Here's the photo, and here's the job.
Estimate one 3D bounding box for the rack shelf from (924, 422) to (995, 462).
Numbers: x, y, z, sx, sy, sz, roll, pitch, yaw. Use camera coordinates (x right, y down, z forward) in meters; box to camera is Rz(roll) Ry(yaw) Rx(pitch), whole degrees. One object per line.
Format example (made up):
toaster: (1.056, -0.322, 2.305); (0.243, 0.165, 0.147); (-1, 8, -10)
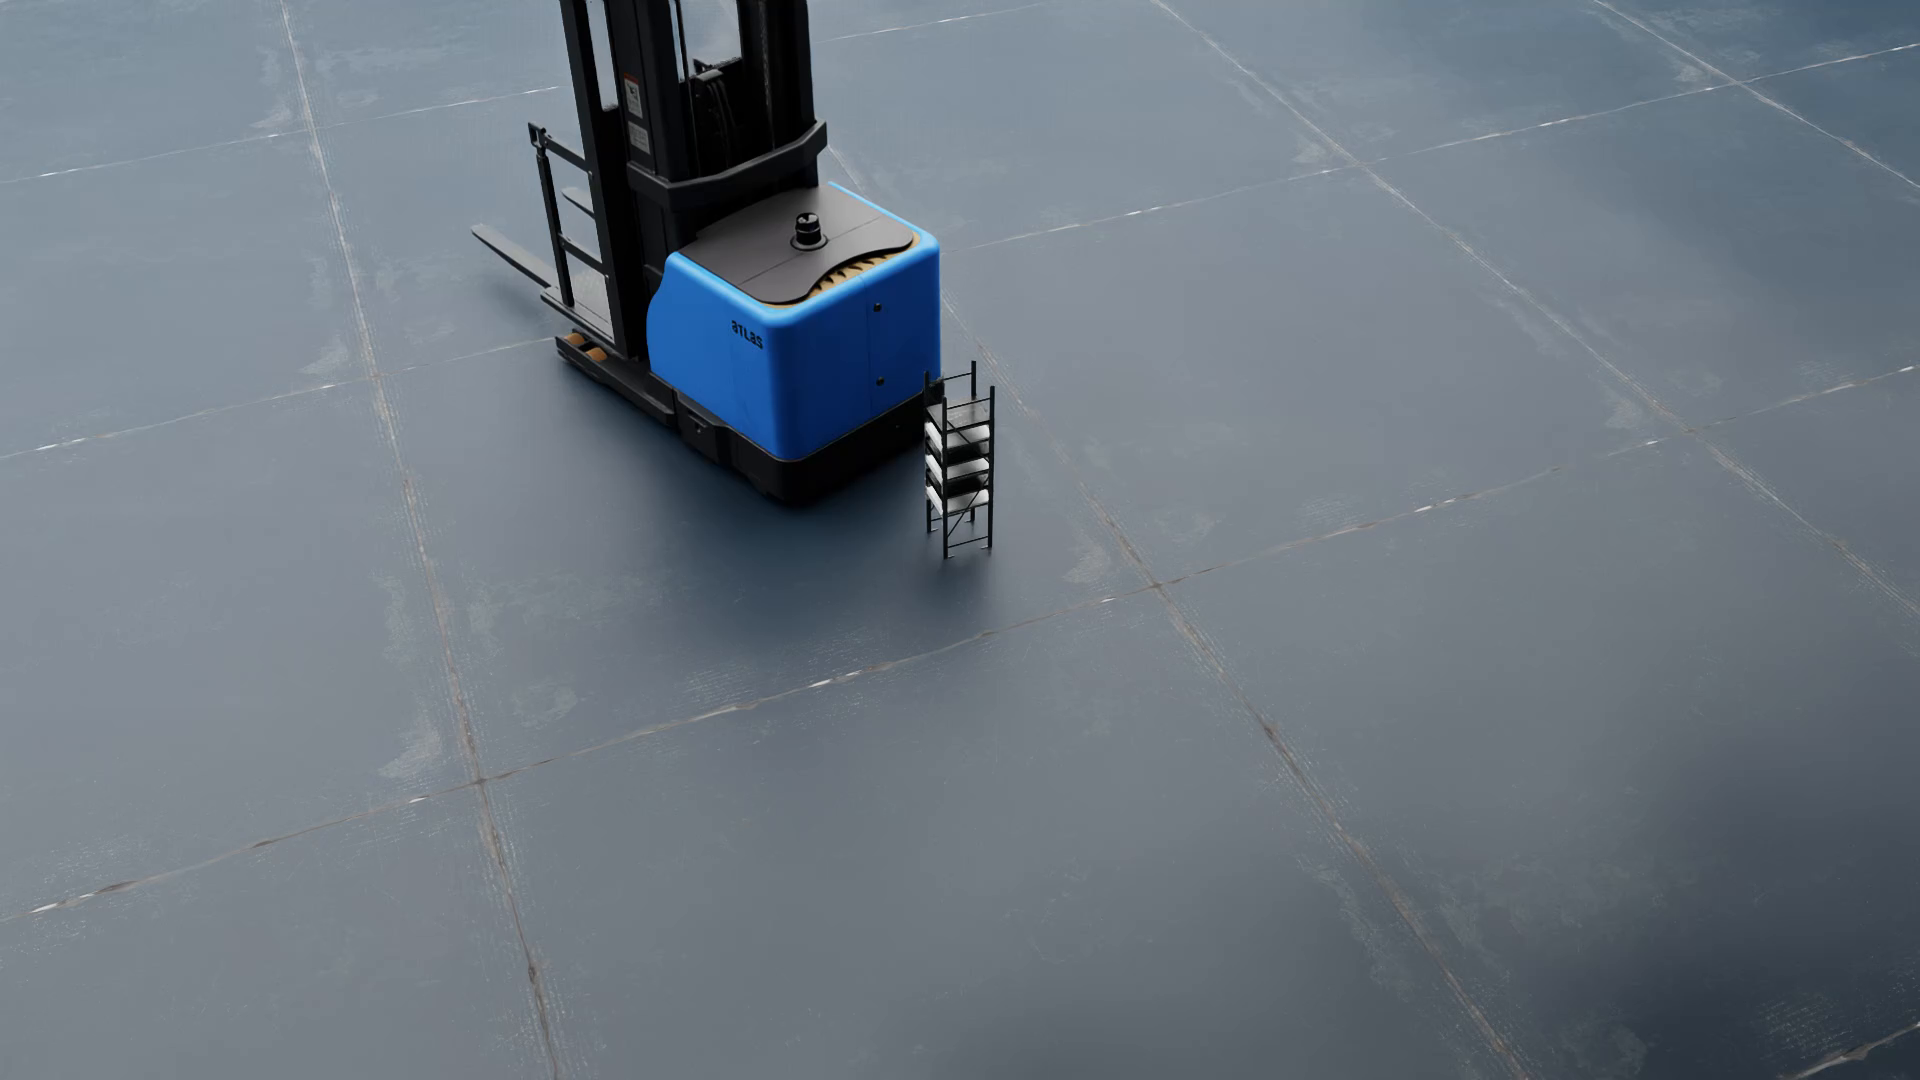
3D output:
rack shelf: (-0.003, -0.457, 7.285); (0.258, 0.077, 0.200); (-15, 43, -17)

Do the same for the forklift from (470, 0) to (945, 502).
forklift: (-1.466, -2.149, 7.920); (1.130, 2.935, 3.031); (-33, 50, -32)

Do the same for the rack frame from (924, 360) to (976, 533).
rack frame: (-0.042, -0.407, 7.452); (0.240, 0.900, 0.006); (-15, 43, -17)

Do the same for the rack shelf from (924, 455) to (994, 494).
rack shelf: (-0.003, -0.321, 7.403); (0.258, 0.077, 0.200); (-15, 43, -17)

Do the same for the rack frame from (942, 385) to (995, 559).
rack frame: (0.036, -0.285, 7.310); (0.240, 0.900, 0.006); (-15, 43, -17)

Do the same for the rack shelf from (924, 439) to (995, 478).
rack shelf: (-0.003, -0.389, 7.344); (0.258, 0.077, 0.200); (-15, 43, -17)

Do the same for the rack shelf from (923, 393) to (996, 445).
rack shelf: (-0.003, -0.526, 7.227); (0.258, 0.077, 0.200); (-15, 43, -17)

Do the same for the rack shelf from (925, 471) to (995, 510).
rack shelf: (-0.003, -0.253, 7.461); (0.258, 0.077, 0.200); (-15, 43, -17)

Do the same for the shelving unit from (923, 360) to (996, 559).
shelving unit: (-0.003, -0.346, 7.381); (0.258, 0.900, 0.210); (-15, 43, -17)

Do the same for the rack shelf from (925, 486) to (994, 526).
rack shelf: (-0.003, -0.184, 7.520); (0.258, 0.077, 0.200); (-15, 43, -17)
